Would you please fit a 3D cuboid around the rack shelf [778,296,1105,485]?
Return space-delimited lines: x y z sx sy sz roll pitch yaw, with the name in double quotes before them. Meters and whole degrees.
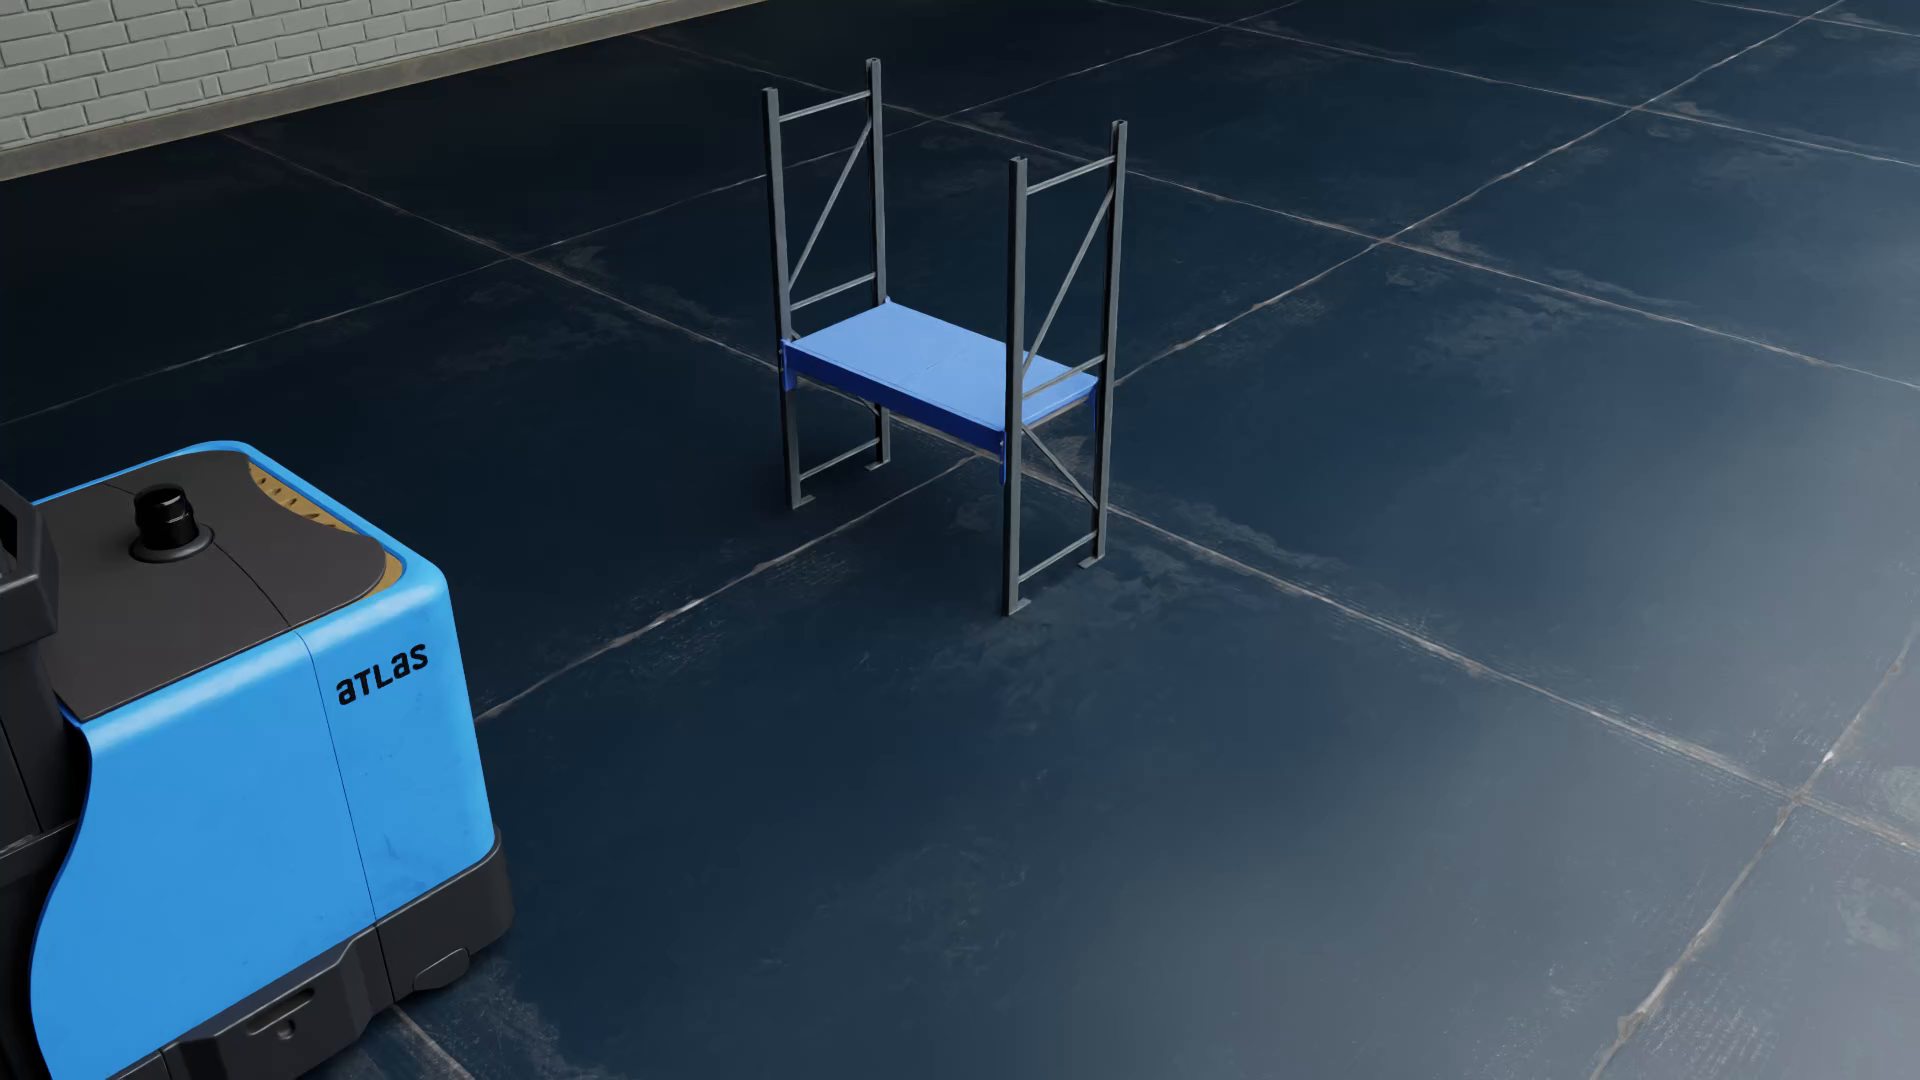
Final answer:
"rack shelf" -0.063 -0.518 5.505 1.000 0.185 0.538 25 39 35

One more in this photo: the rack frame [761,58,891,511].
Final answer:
"rack frame" -0.440 -0.848 5.704 0.032 1.500 0.500 25 39 35

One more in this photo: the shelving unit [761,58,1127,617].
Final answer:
"shelving unit" -0.063 -0.672 5.412 1.048 1.500 0.538 25 39 35

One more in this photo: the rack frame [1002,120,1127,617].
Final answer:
"rack frame" 0.314 -0.496 5.120 0.032 1.500 0.500 25 39 35

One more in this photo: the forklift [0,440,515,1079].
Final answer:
"forklift" -2.459 0.122 2.706 1.130 2.935 3.031 25 39 35
